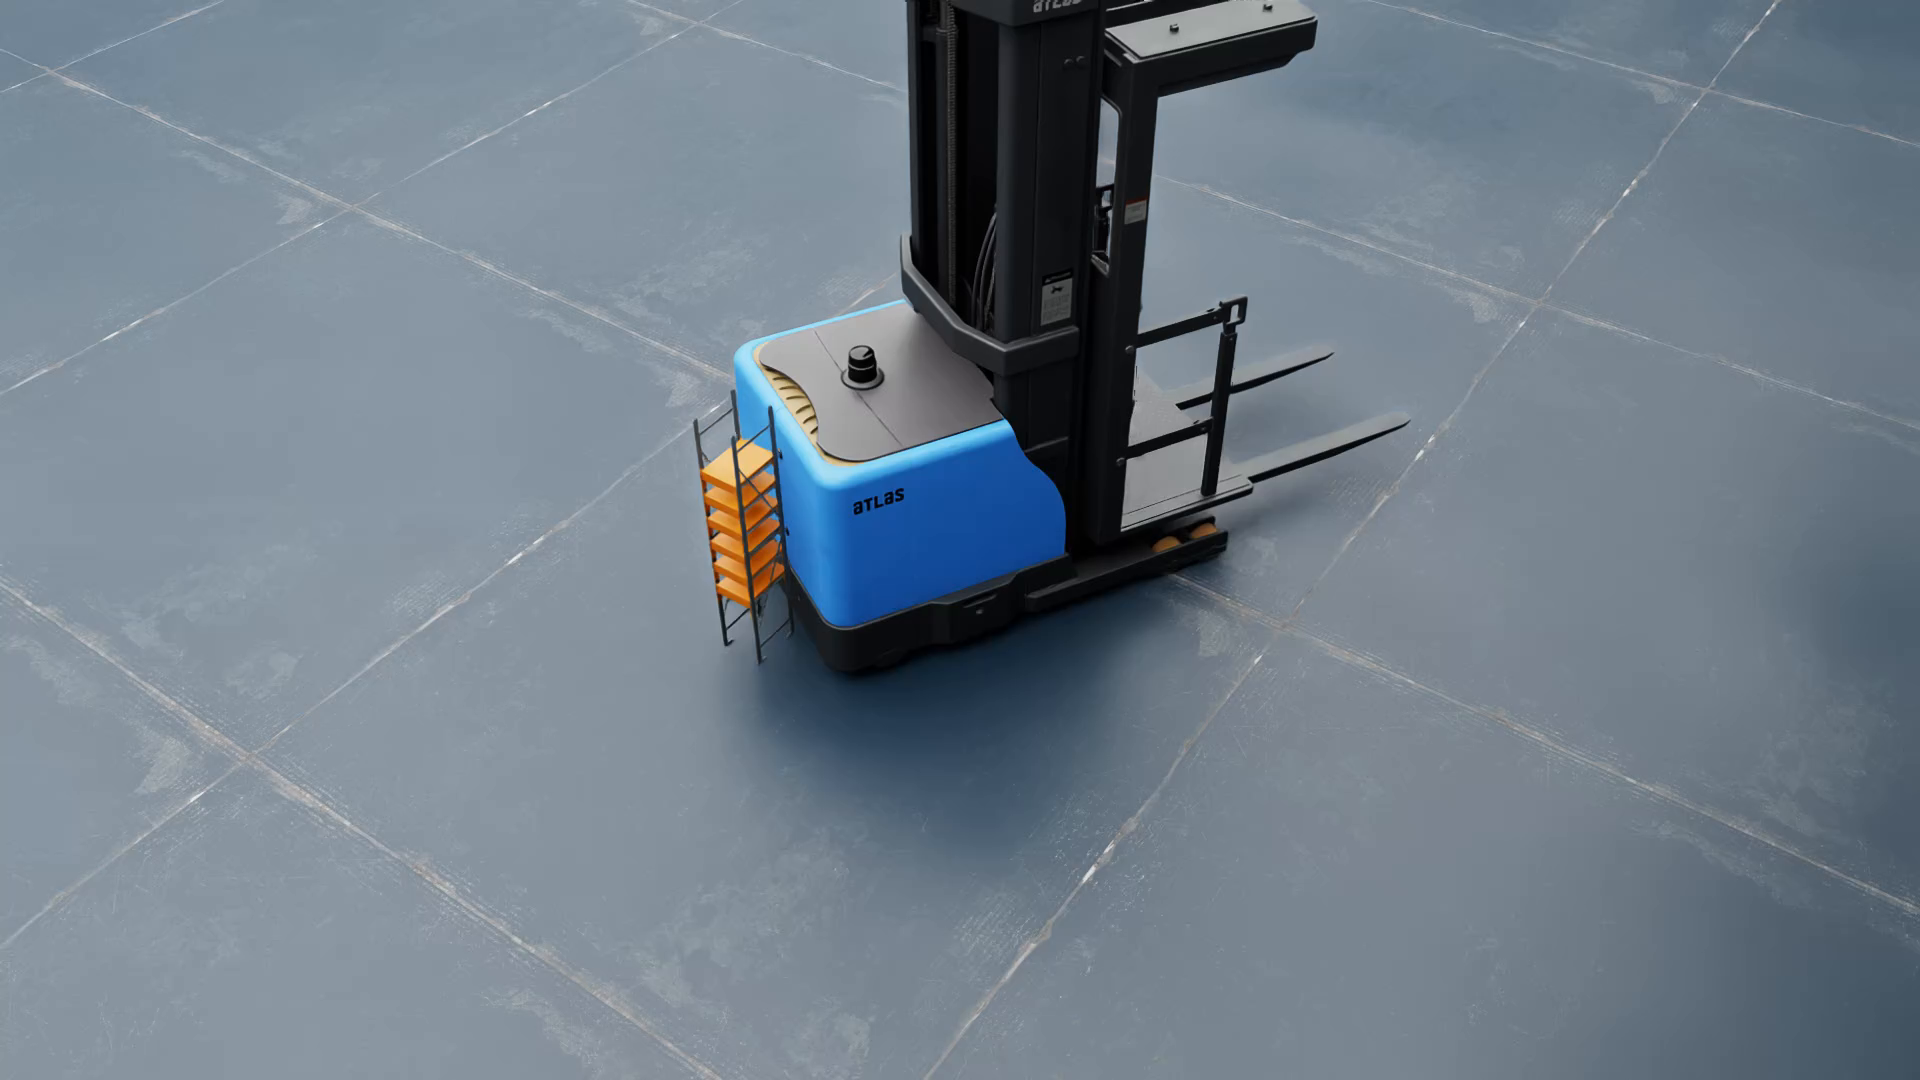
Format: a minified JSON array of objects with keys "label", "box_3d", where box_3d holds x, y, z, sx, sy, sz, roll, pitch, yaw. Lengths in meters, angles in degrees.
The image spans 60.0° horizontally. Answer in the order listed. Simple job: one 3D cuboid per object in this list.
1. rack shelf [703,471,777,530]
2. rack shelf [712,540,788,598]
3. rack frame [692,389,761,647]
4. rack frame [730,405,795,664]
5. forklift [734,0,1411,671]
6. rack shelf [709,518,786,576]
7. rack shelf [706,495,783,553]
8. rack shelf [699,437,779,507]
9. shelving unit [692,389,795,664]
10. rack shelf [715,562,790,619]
[{"label":"rack shelf","box_3d":[-0.851,-0.176,6.501,0.180,0.103,0.258,24,47,25]},{"label":"rack shelf","box_3d":[-0.850,0.092,6.741,0.180,0.103,0.258,24,47,25]},{"label":"rack frame","box_3d":[-0.926,-0.064,6.670,0.006,1.200,0.240,24,47,25]},{"label":"rack frame","box_3d":[-0.774,0.004,6.593,0.006,1.200,0.240,24,47,25]},{"label":"forklift","box_3d":[0.616,-1.241,6.687,3.031,2.935,1.130,-18,45,-19]},{"label":"rack shelf","box_3d":[-0.850,0.003,6.661,0.180,0.103,0.258,24,47,25]},{"label":"rack shelf","box_3d":[-0.850,-0.087,6.581,0.180,0.103,0.258,24,47,25]},{"label":"rack shelf","box_3d":[-0.851,-0.265,6.421,0.180,0.103,0.258,24,47,25]},{"label":"shelving unit","box_3d":[-0.850,-0.030,6.631,0.189,1.200,0.258,24,47,25]},{"label":"rack shelf","box_3d":[-0.849,0.181,6.821,0.180,0.103,0.258,24,47,25]}]
